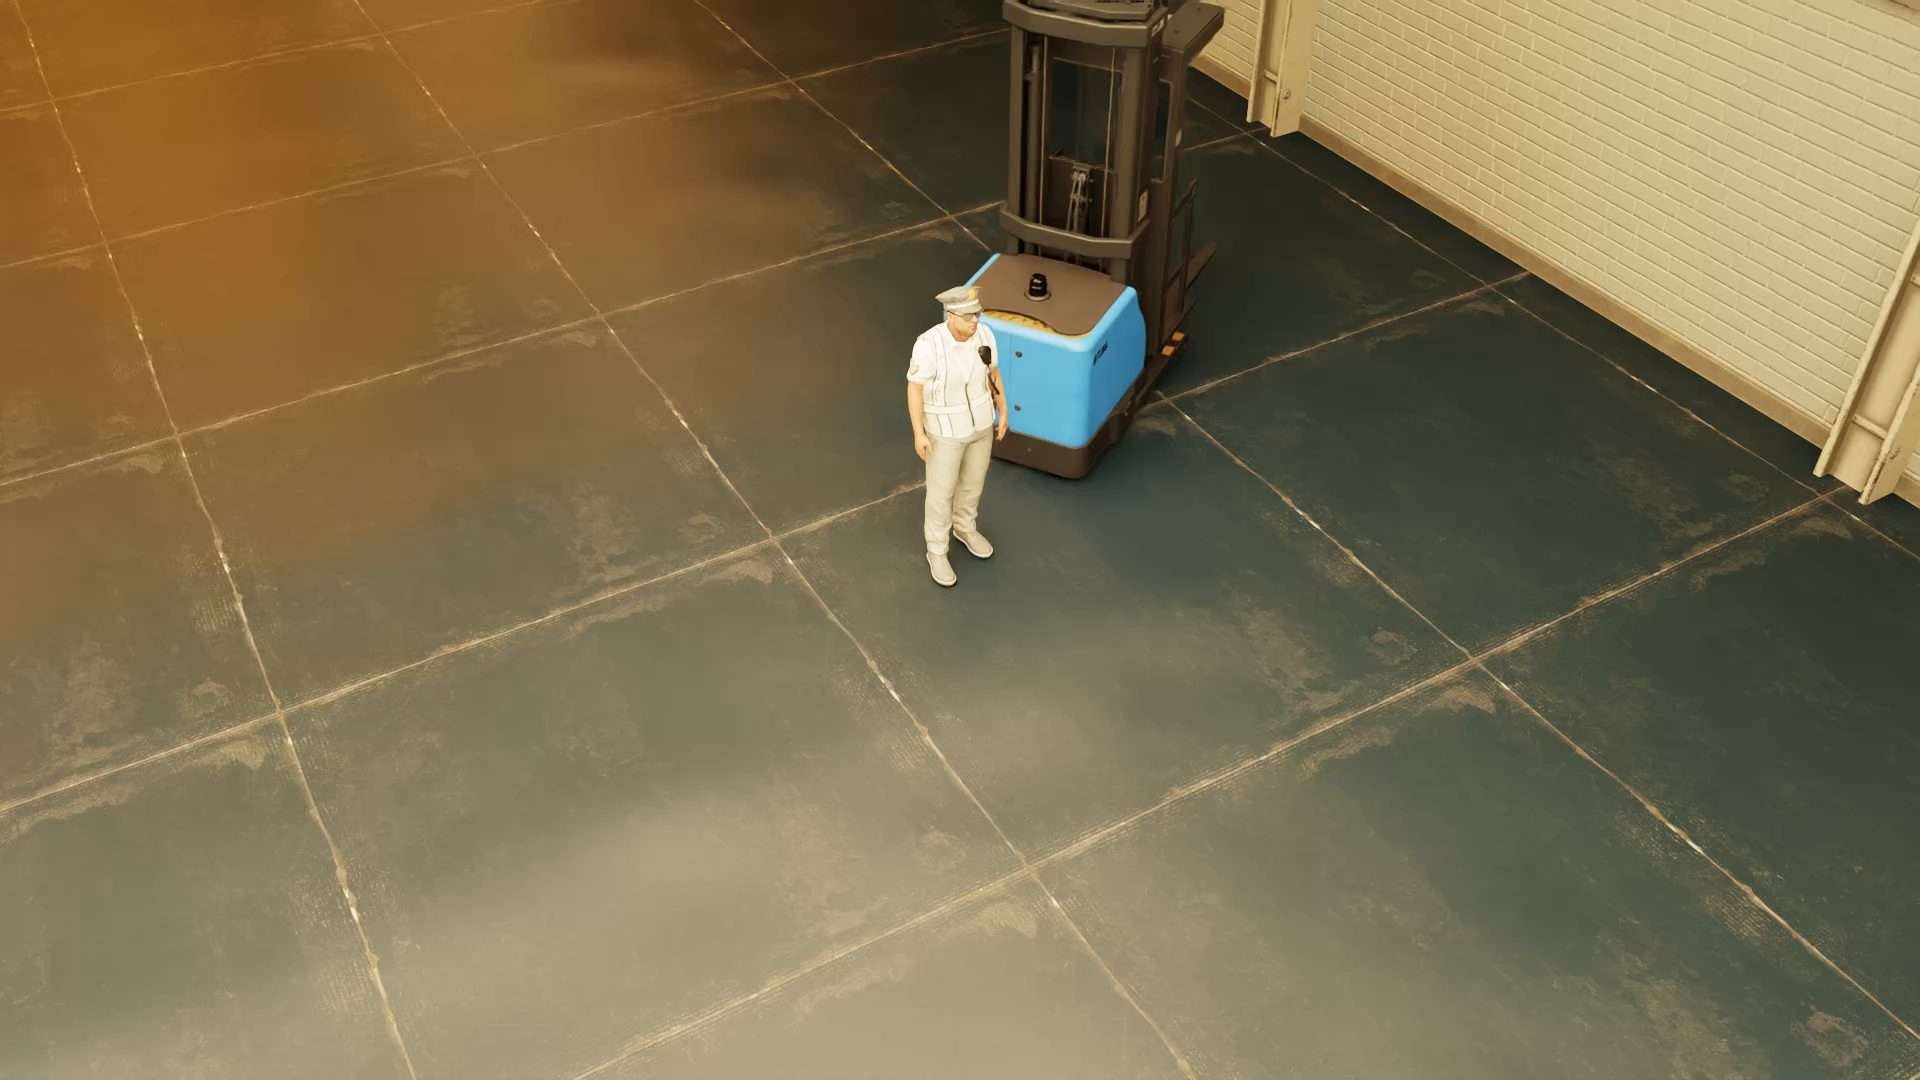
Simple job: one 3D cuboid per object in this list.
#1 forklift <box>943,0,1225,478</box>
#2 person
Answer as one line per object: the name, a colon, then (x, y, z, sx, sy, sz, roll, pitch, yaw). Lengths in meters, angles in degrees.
forklift: (0.991, -2.459, 11.001, 1.130, 2.935, 3.031, 18, 43, 20)
person: (0.029, -0.645, 9.702, 0.640, 1.780, 0.575, -20, 44, -23)
